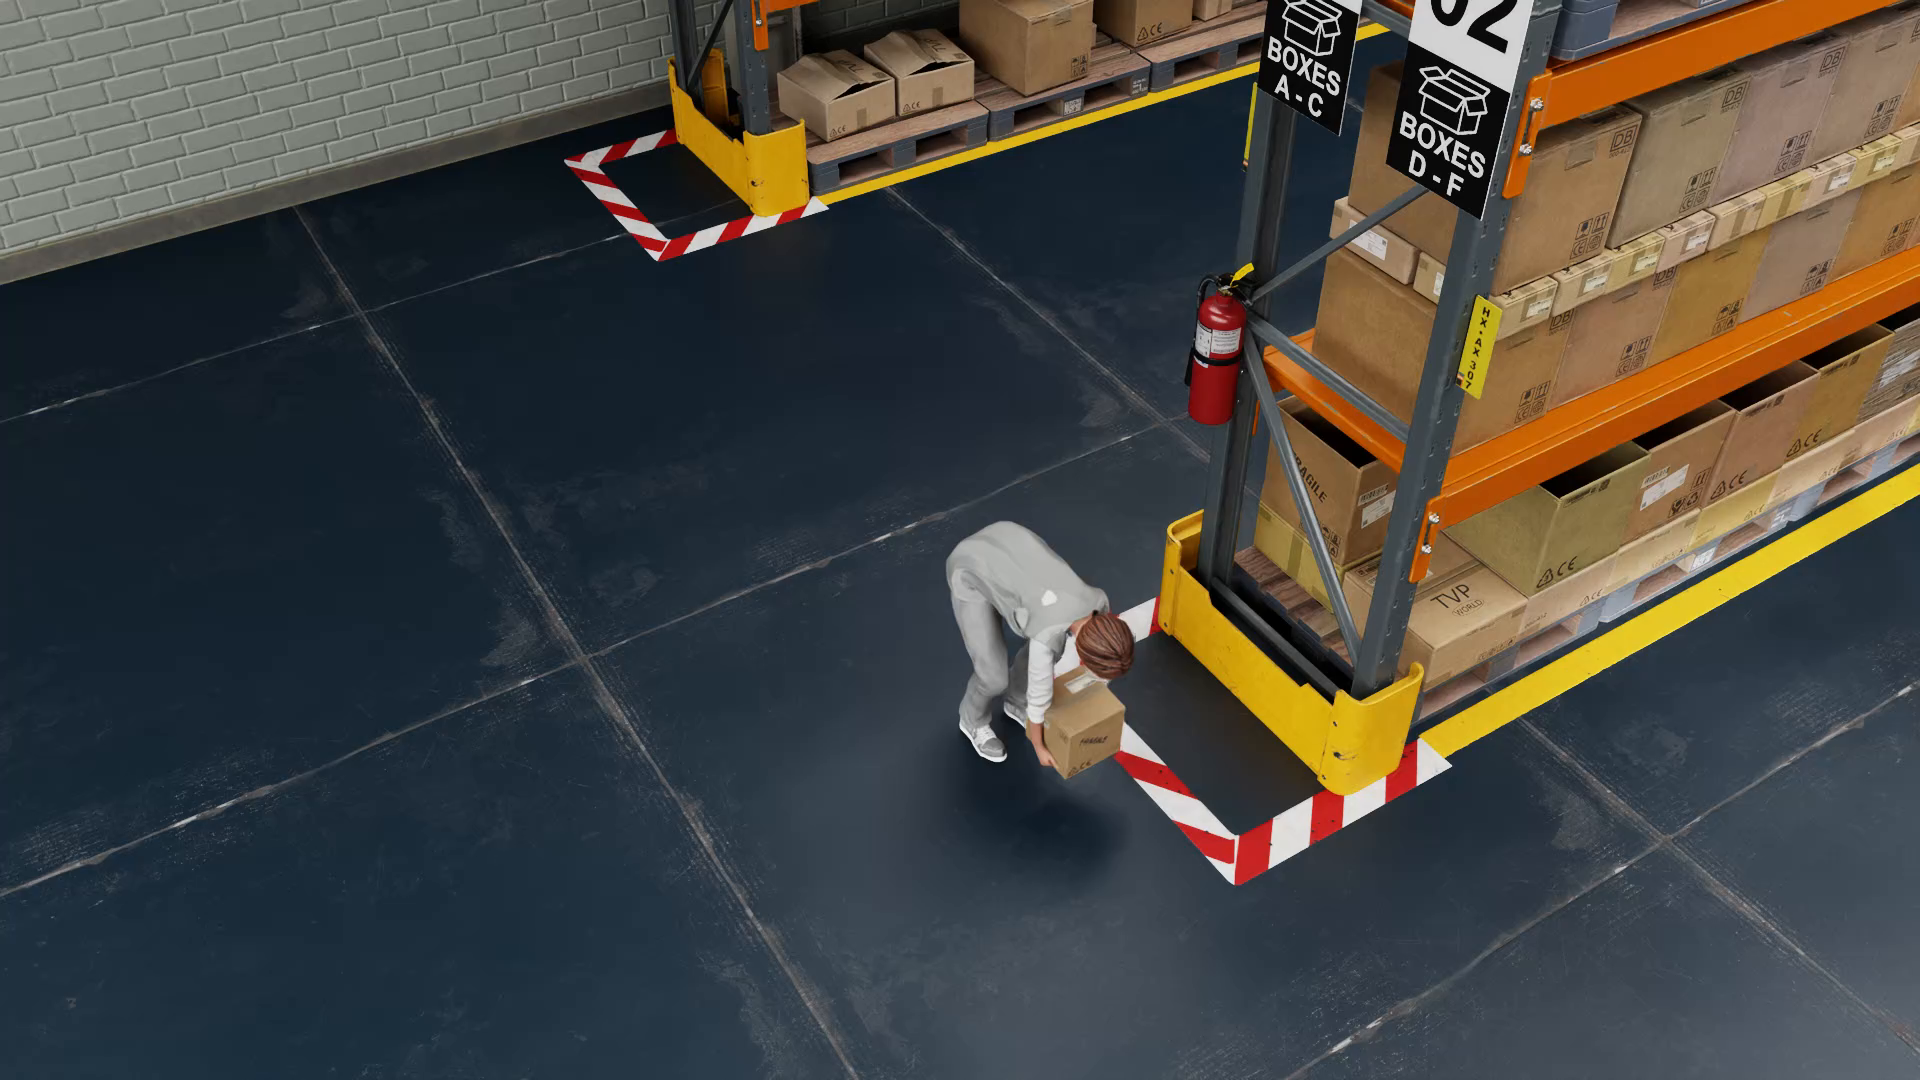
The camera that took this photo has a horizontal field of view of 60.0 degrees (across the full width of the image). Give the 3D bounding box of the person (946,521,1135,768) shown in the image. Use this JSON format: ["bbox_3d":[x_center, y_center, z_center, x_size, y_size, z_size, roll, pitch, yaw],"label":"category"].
[{"bbox_3d":[0.293,0.481,6.090,0.391,0.977,0.871,-28,48,-28],"label":"person"}]
